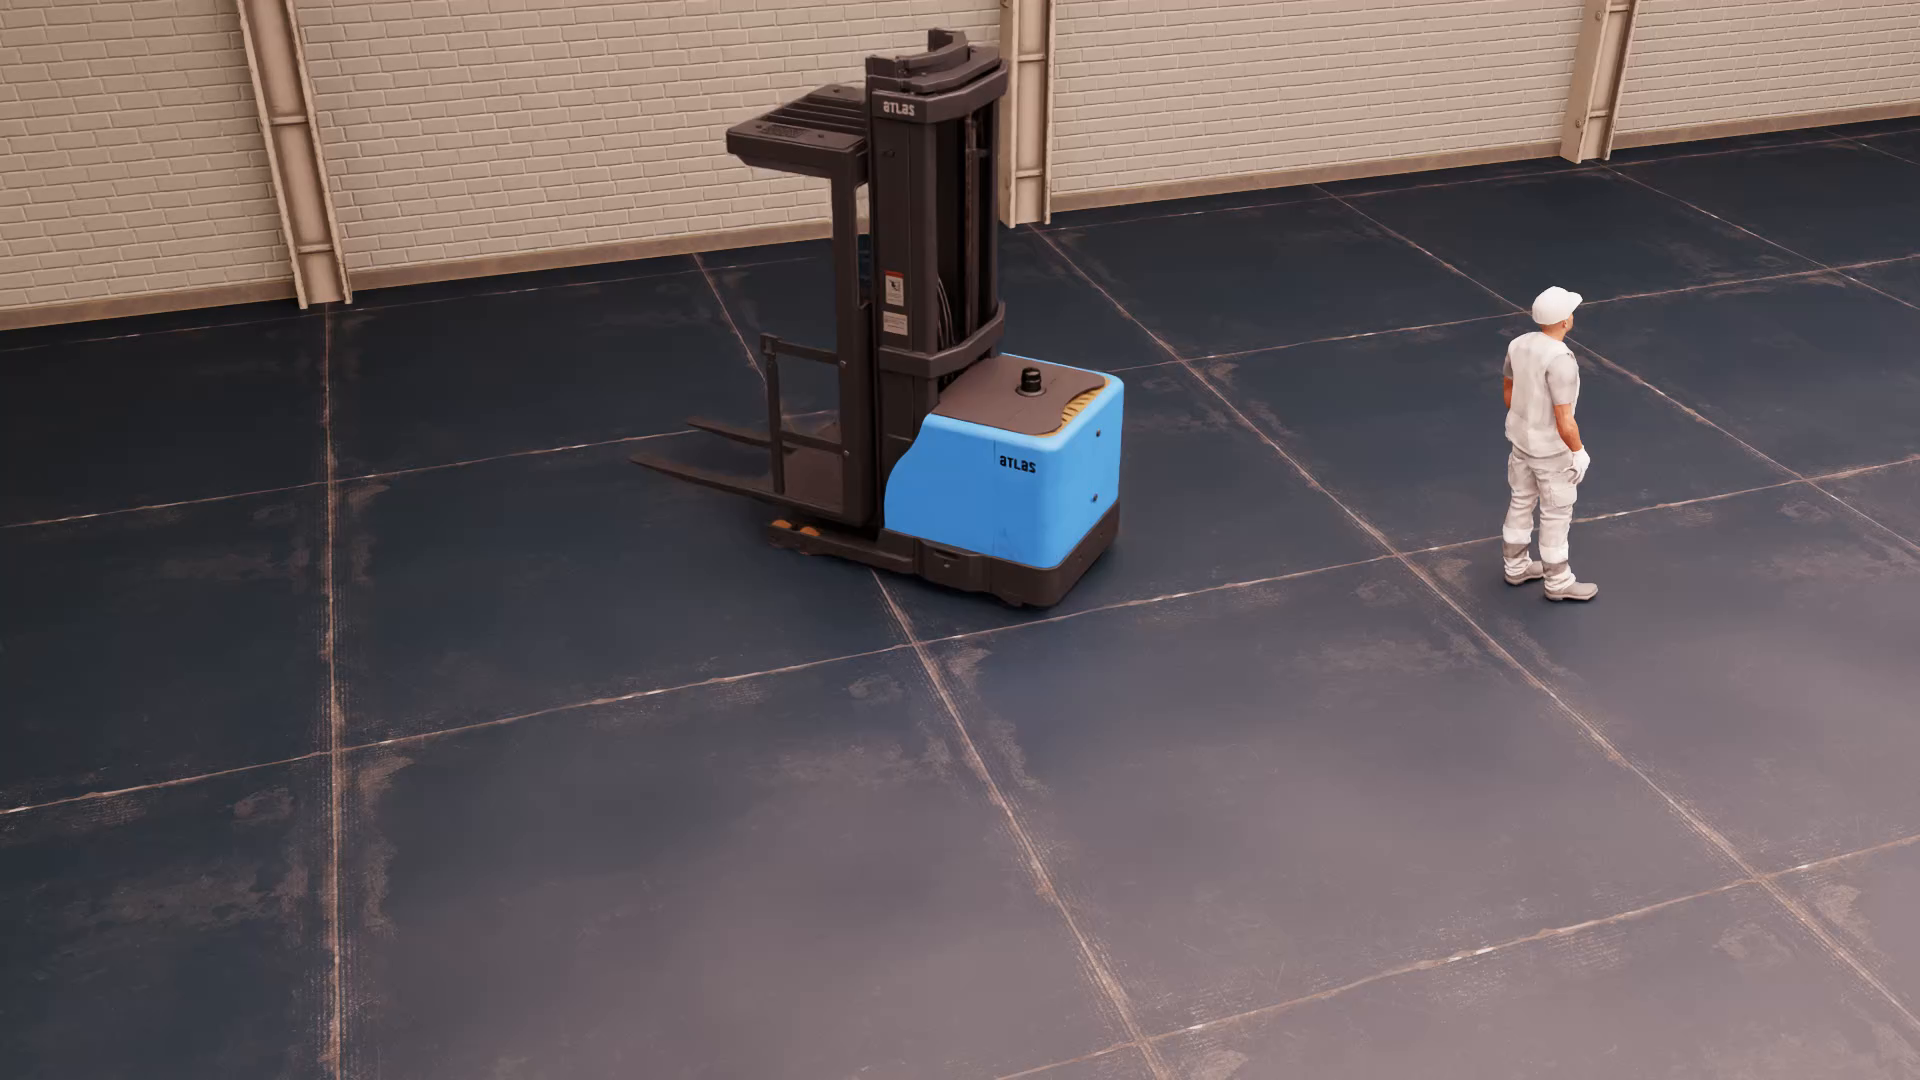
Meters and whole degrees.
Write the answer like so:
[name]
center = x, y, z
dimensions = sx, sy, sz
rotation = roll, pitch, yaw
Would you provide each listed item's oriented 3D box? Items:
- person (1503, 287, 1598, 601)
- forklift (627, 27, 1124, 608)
[person]
center = 3.277, -0.546, 9.167
dimensions = 0.564, 1.787, 0.638
rotation = -9, 31, -15
[forklift]
center = -0.601, -1.396, 9.514
dimensions = 3.031, 2.935, 1.130
rotation = 14, 33, 23
